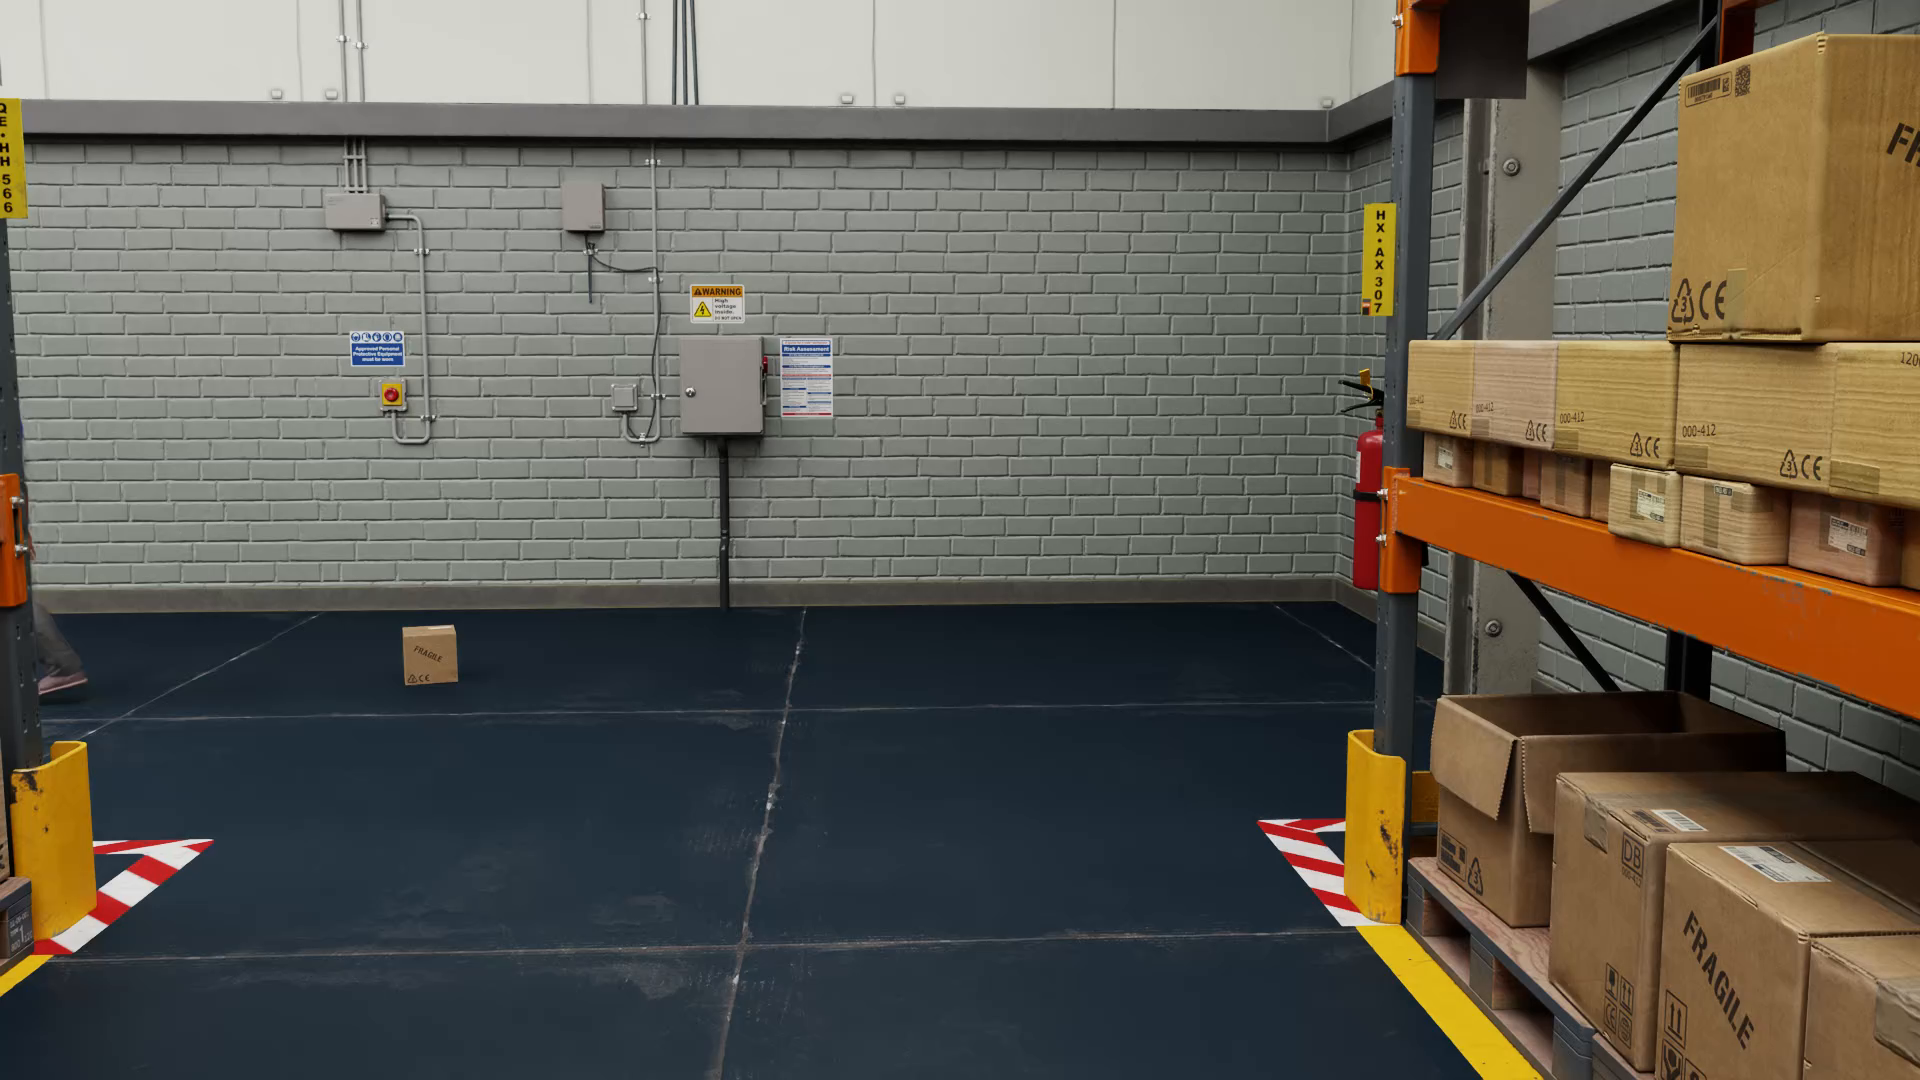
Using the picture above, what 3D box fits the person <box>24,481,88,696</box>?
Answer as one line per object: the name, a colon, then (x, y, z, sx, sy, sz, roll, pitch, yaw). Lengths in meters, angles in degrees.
person: (-4.610, -0.063, 7.698, 1.002, 1.588, 0.450, -1, 7, -9)
